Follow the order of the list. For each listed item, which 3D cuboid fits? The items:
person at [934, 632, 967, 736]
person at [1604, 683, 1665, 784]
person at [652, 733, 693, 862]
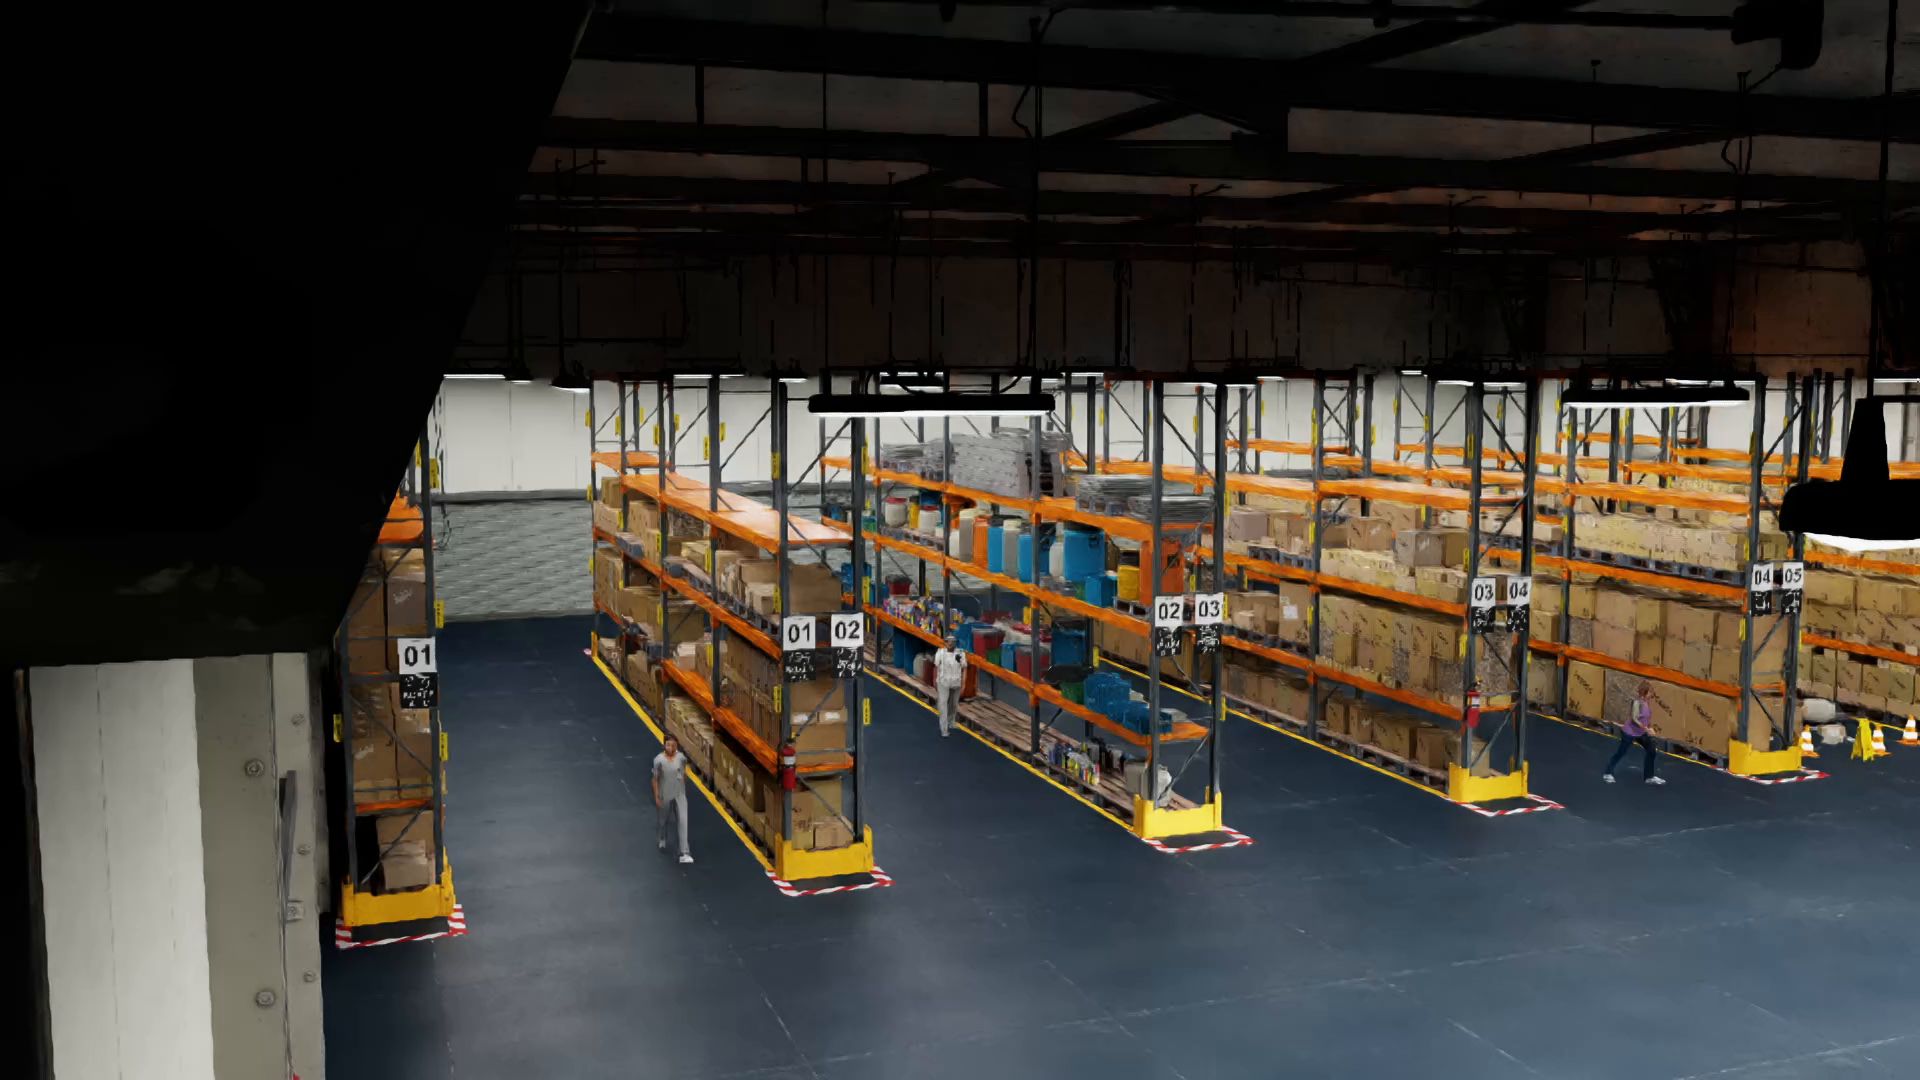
[{"bbox_3d":[-0.151,2.373,27.768,0.534,1.700,1.033,-1,6,-11],"label":"person"},{"bbox_3d":[9.948,2.831,24.502,0.569,1.530,0.774,-5,8,-38],"label":"person"},{"bbox_3d":[-3.646,3.196,20.900,0.446,1.590,1.110,-2,7,-18],"label":"person"}]
